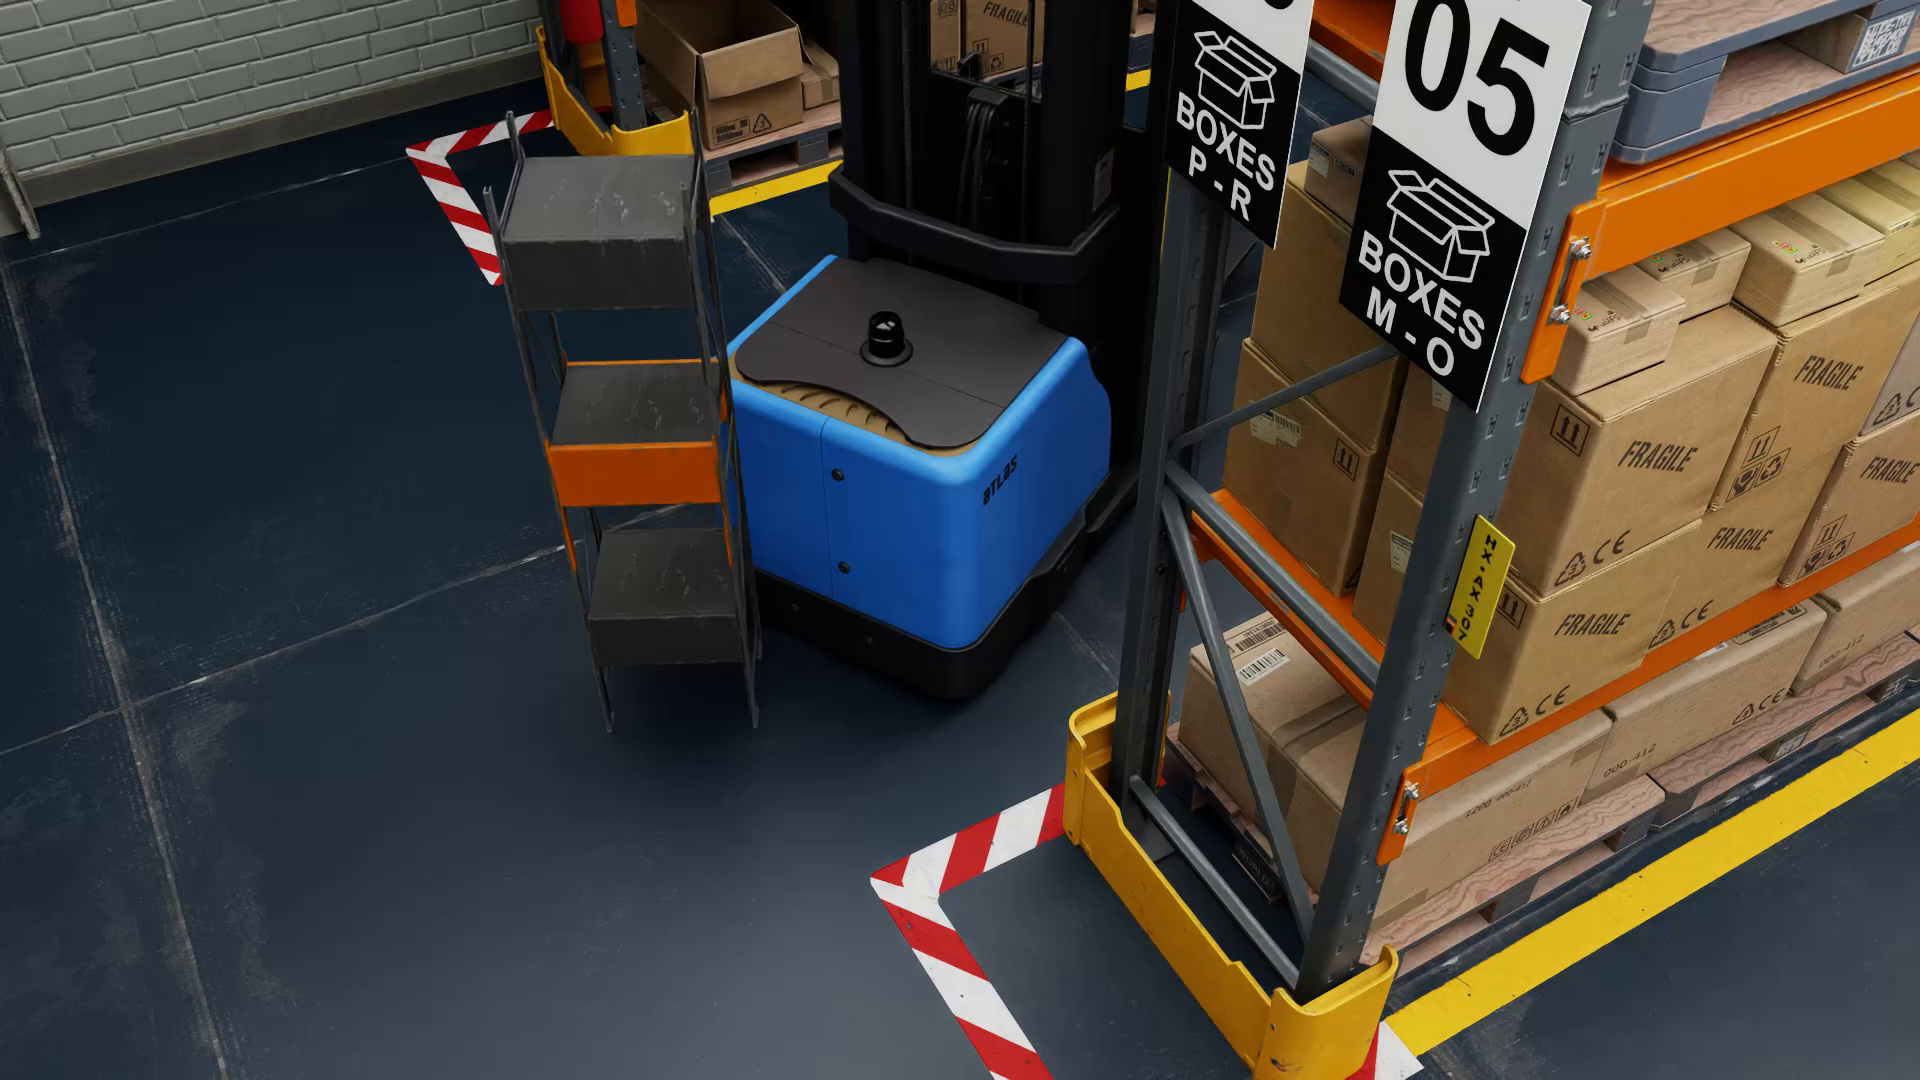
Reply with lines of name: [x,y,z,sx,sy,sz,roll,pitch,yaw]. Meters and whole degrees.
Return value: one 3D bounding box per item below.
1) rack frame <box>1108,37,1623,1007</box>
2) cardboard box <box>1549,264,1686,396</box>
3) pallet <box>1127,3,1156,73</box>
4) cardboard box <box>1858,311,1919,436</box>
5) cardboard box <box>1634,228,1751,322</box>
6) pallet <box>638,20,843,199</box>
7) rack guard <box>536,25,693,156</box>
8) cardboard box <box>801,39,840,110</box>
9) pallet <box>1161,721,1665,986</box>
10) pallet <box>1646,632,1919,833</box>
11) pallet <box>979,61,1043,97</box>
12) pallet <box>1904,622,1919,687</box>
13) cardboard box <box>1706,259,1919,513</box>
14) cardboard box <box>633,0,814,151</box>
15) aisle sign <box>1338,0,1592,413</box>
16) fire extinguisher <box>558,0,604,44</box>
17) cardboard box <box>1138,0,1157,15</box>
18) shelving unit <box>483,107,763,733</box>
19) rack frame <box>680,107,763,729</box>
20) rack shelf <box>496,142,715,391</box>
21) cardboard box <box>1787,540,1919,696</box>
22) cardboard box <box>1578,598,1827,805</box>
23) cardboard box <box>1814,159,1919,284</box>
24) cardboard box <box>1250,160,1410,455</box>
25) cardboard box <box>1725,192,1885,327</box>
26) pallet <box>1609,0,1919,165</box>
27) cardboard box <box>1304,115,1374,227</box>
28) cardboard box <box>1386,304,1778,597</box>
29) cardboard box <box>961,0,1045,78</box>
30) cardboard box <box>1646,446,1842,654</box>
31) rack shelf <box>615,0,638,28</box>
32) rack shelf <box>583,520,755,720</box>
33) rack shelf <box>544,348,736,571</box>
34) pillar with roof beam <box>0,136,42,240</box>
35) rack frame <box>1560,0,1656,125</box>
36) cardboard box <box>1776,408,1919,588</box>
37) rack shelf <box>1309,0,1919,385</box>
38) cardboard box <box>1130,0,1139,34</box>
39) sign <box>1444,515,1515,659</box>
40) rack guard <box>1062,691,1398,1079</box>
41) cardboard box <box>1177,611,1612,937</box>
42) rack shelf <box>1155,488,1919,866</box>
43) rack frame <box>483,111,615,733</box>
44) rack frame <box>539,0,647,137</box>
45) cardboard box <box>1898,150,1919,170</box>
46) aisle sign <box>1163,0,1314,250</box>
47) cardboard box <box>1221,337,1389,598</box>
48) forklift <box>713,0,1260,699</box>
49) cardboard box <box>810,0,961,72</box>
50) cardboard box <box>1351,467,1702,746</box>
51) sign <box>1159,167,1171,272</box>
rack frame: [0.763,0.100,3.994,0.127,3.000,1.000,-22,48,-21]
cardboard box: [1.208,-0.484,3.339,0.250,0.149,0.380,-21,48,-20]
pallet: [1.159,-3.046,9.237,1.213,0.211,1.003,-22,48,-21]
cardboard box: [2.208,-0.656,3.983,0.500,0.500,0.500,-22,48,-21]
cardboard box: [1.400,-0.618,3.477,0.250,0.149,0.380,-21,48,-20]
pallet: [-0.957,-2.199,8.365,1.213,0.211,1.003,-22,48,-21]
rack guard: [-1.647,-2.026,7.978,0.348,0.500,1.175,-22,48,-21]
cardboard box: [-0.748,-2.303,8.215,0.250,0.149,0.380,-24,49,-22]
pallet: [1.417,0.776,5.299,1.213,0.211,1.003,-22,48,-21]
pallet: [2.474,0.355,5.733,1.213,0.211,1.003,-22,48,-21]
pallet: [0.100,-2.620,8.798,1.213,0.211,1.003,-22,48,-21]
pallet: [3.533,-0.071,6.172,1.213,0.211,1.003,-22,48,-21]
cardboard box: [1.765,-0.473,3.794,0.500,0.500,0.500,-23,49,-22]
cardboard box: [-1.136,-2.306,7.964,0.637,0.503,0.797,-24,49,-22]
aisle sign: [0.845,-0.633,2.882,0.004,0.787,0.394,-22,48,-21]
fire extinguisher: [-1.611,-2.405,6.897,0.183,0.674,0.296,-22,48,-21]
cardboard box: [1.109,-2.959,8.807,0.258,0.266,0.396,-20,48,-20]
shelving unit: [-0.940,-0.251,5.001,0.503,2.100,0.431,-2,44,-2]
rack frame: [-0.696,-0.258,5.008,0.015,2.100,0.400,-2,44,-2]
rack shelf: [-0.940,-0.743,4.523,0.480,0.518,0.431,-2,44,-2]
cardboard box: [2.857,-0.055,5.692,0.875,0.438,0.875,-23,49,-22]
cardboard box: [2.074,0.256,5.370,0.875,0.438,0.875,-21,48,-20]
cardboard box: [1.902,-0.741,3.604,0.250,0.149,0.380,-23,49,-22]
cardboard box: [1.062,-0.606,3.931,0.500,0.500,0.500,-20,48,-20]
cardboard box: [1.683,-0.639,3.499,0.250,0.149,0.380,-20,48,-20]
pallet: [1.401,-1.209,3.251,1.213,0.211,1.003,-22,48,-21]
cardboard box: [0.974,-0.773,3.638,0.250,0.149,0.380,-21,48,-20]
cardboard box: [1.321,-0.290,3.605,0.500,0.500,0.500,-23,49,-22]
cardboard box: [0.133,-2.701,8.373,0.500,0.500,0.500,-21,48,-20]
cardboard box: [1.747,-0.122,4.150,0.500,0.500,0.500,-22,48,-21]
rack shelf: [0.021,-3.332,8.046,4.000,0.370,1.077,-22,48,-21]
rack shelf: [-0.940,0.261,5.498,0.480,0.518,0.431,-2,44,-2]
rack shelf: [-0.940,-0.241,5.010,0.480,0.518,0.431,-2,44,-2]
pillar with roof beam: [-2.356,-2.059,1.910,0.400,9.000,9.100,-22,48,-21]
rack frame: [0.763,-2.053,1.904,0.127,3.000,1.000,-22,48,-21]
cardboard box: [2.197,-0.287,4.321,0.500,0.500,0.500,-22,48,-21]
rack shelf: [2.497,-1.413,3.914,4.000,0.370,1.077,-22,48,-21]
cardboard box: [0.525,-2.938,8.617,0.500,0.500,0.700,-24,49,-22]
sign: [1.034,0.098,3.317,0.005,0.325,0.100,-22,48,-21]
rack guard: [0.742,1.005,4.856,0.348,0.500,1.175,-22,48,-21]
cardboard box: [1.285,0.579,5.038,0.875,0.438,0.875,-23,49,-22]
rack shelf: [2.497,-0.336,4.959,4.000,0.370,1.077,-22,48,-21]
rack frame: [-1.183,-0.244,4.994,0.015,2.100,0.400,-2,44,-2]
rack frame: [-1.713,-2.896,7.081,0.127,3.000,1.000,-22,48,-21]
cardboard box: [2.103,-0.864,3.731,0.250,0.149,0.380,-21,48,-21]
aisle sign: [0.546,-0.996,3.255,0.004,0.787,0.394,-22,48,-21]
cardboard box: [1.049,-0.263,4.296,0.500,0.500,0.500,-22,48,-21]
forklift: [0.327,-1.531,5.723,1.130,2.935,3.031,22,48,21]
cardboard box: [-0.375,-2.578,8.246,0.500,0.500,0.700,-20,48,-19]
cardboard box: [1.322,0.071,3.952,0.500,0.500,0.500,-22,48,-21]
sign: [0.504,-0.733,3.850,0.005,0.325,0.100,-22,48,-21]
